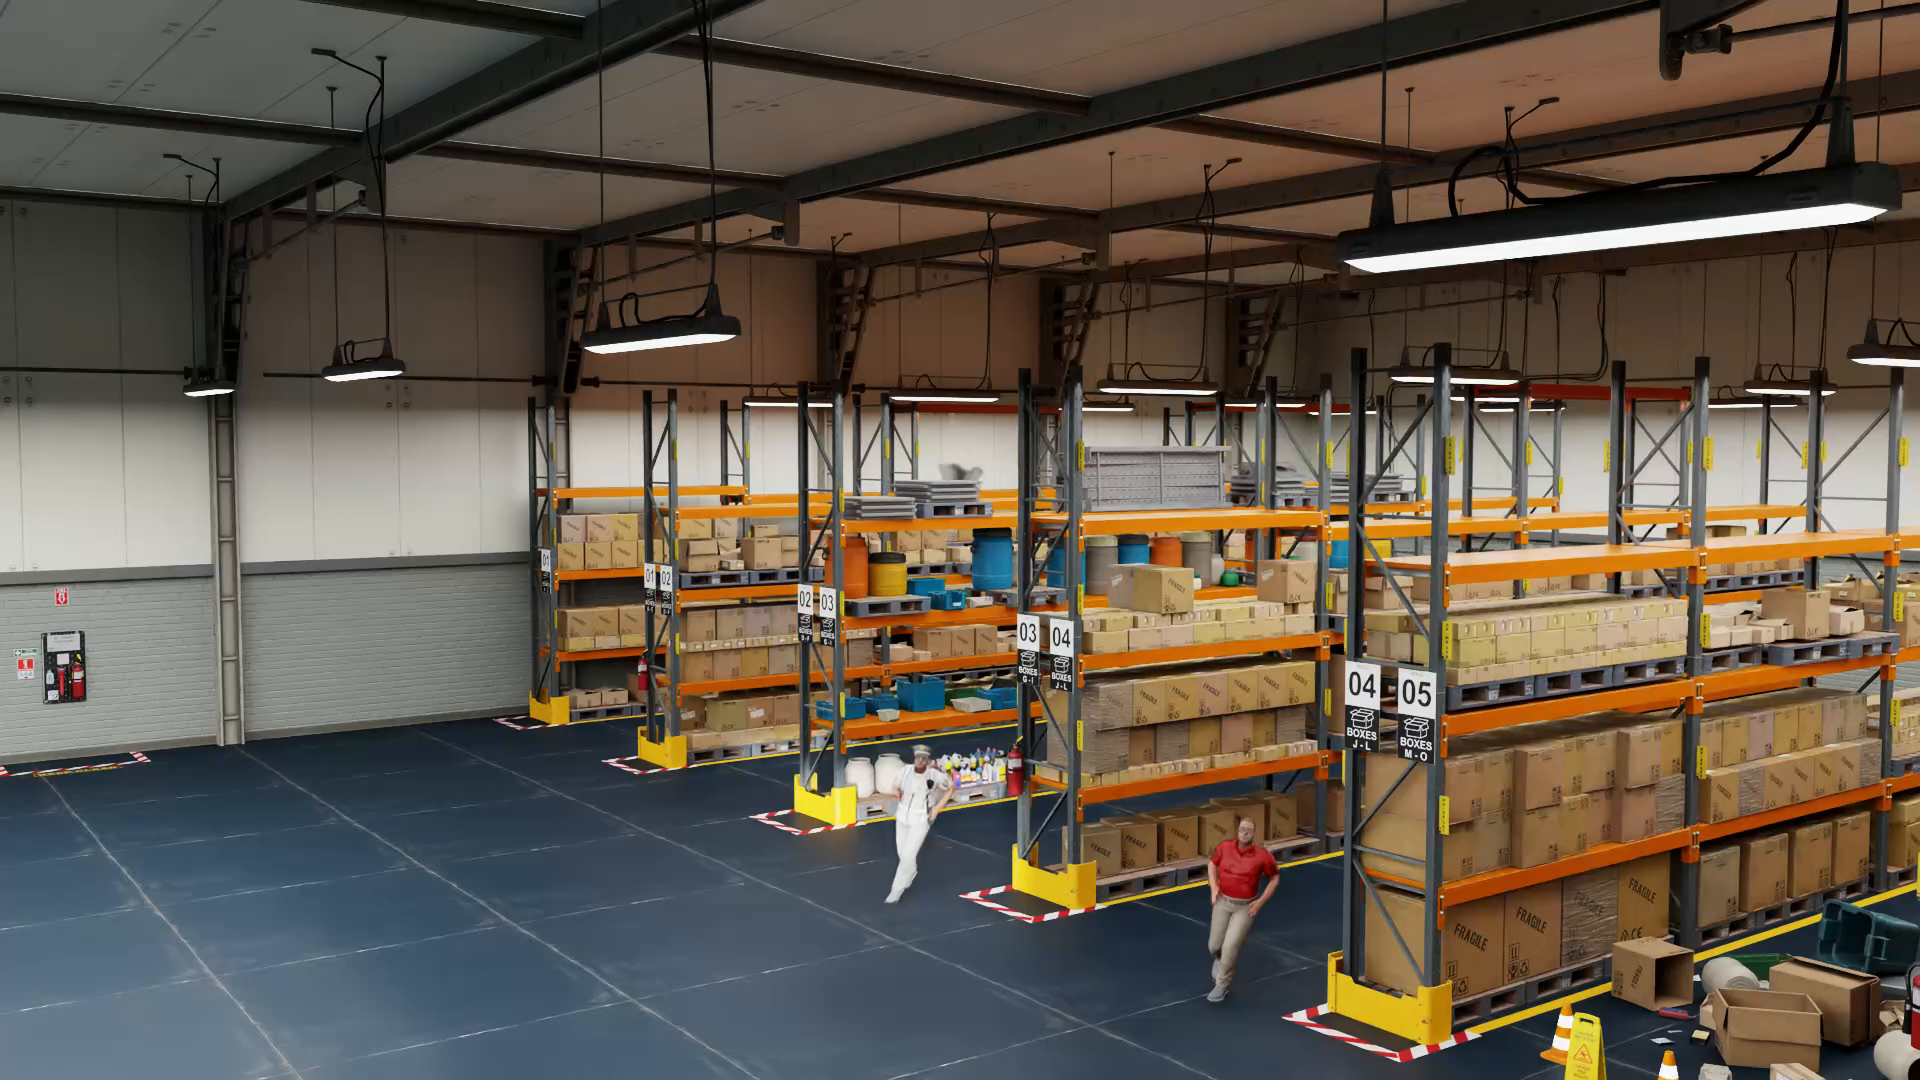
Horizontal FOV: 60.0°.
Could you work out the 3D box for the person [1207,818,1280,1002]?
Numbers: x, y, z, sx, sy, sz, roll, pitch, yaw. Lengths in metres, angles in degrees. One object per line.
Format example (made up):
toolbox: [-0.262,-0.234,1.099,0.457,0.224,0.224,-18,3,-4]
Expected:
person: [2.635,3.413,15.513,0.693,1.687,0.663,2,4,25]

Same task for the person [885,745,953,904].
person: [-0.477,3.183,18.836,0.681,1.800,0.812,2,4,26]
